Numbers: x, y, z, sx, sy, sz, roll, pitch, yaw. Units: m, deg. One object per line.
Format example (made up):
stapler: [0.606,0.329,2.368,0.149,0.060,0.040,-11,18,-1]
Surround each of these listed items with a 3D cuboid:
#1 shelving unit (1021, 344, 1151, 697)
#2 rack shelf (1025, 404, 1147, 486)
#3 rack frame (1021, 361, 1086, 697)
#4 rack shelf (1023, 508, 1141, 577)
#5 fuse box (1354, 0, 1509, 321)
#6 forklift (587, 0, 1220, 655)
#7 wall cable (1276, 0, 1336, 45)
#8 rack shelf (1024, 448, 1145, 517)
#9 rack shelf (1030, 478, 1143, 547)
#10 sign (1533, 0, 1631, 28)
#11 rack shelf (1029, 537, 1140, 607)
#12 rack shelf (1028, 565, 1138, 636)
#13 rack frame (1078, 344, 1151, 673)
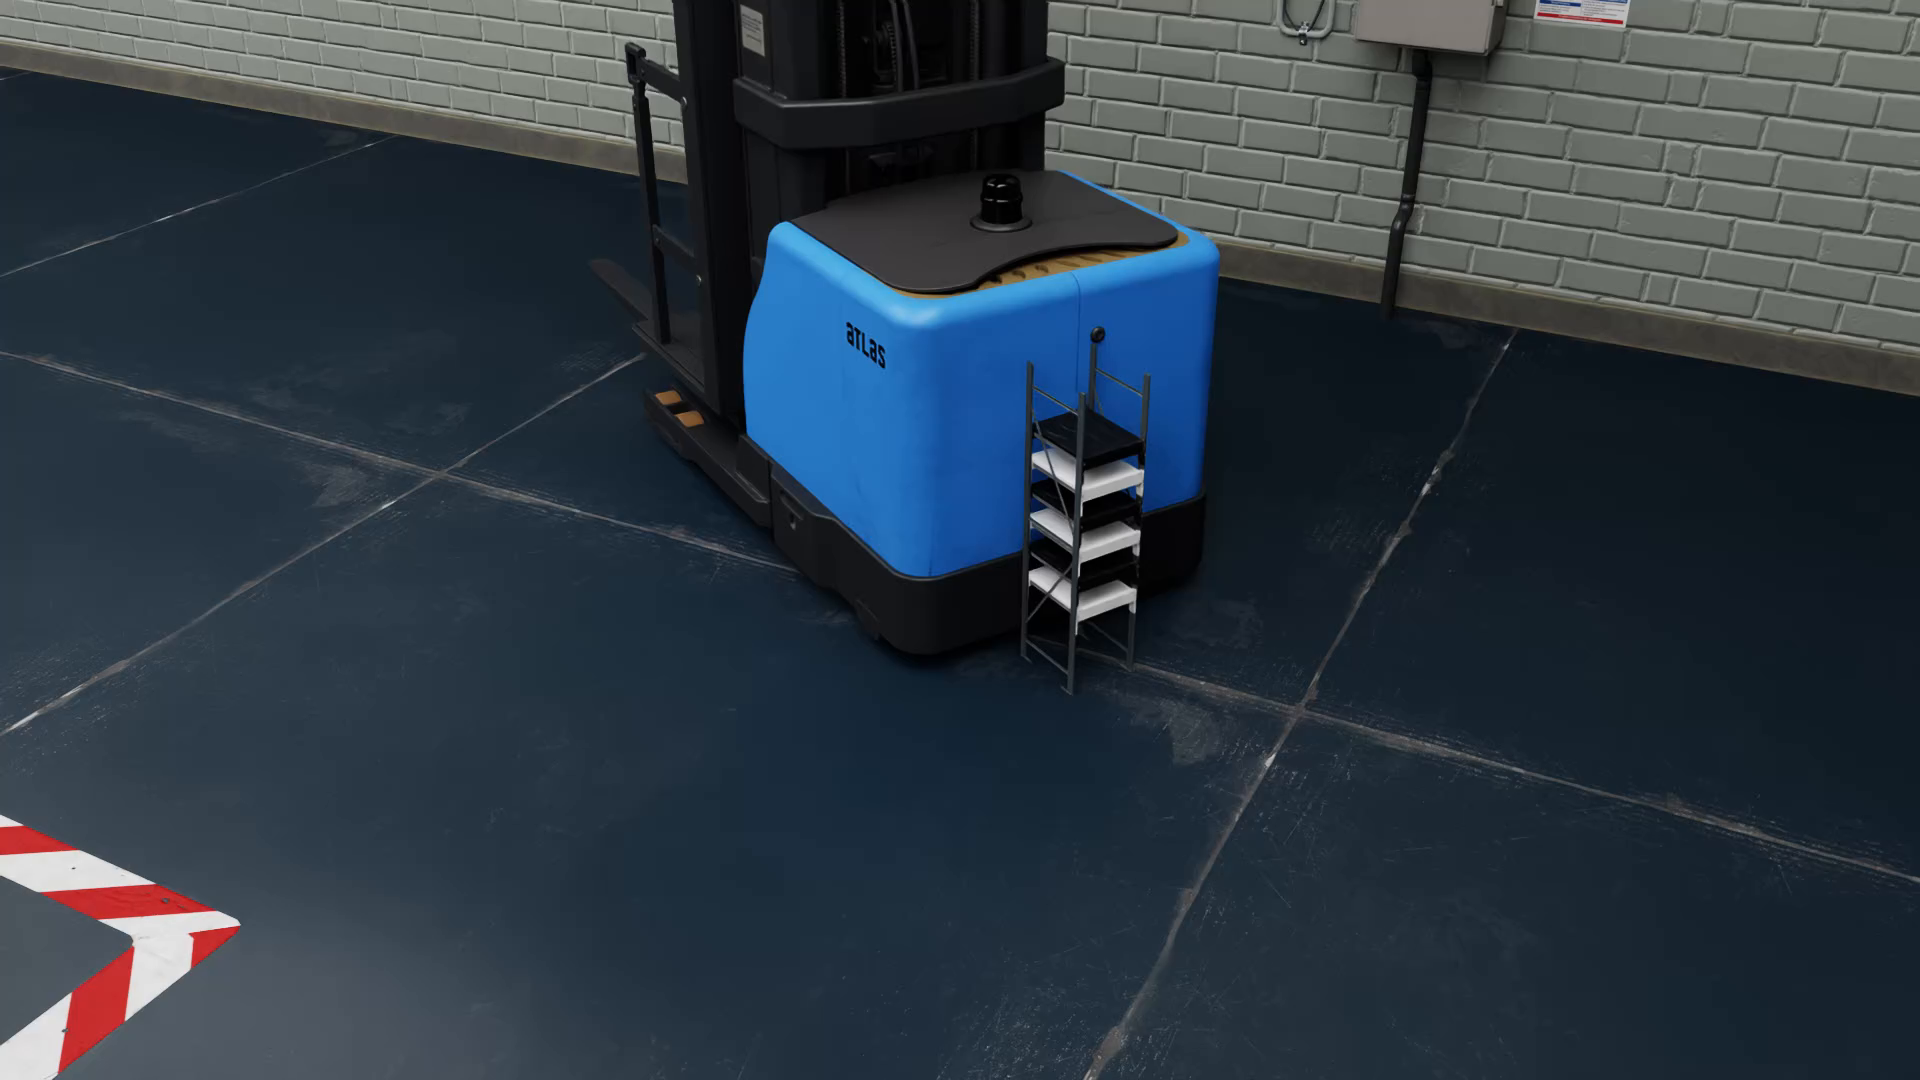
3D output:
shelving unit: [0.324,-0.043,4.422,0.210,0.900,0.258,-18,35,-29]
rack shelf: [0.324,-0.249,4.304,0.200,0.077,0.258,-18,35,-29]
rack frame: [0.239,-0.015,4.373,0.006,0.900,0.240,-18,35,-29]
rack shelf: [0.324,-0.014,4.439,0.200,0.077,0.258,-18,35,-29]
fuse box: [1.760,-1.633,6.375,0.539,1.711,0.414,14,33,23]
forklift: [-0.459,-1.655,5.189,1.130,2.935,3.031,-17,34,-26]
wall cable: [1.225,-2.857,6.192,0.588,1.984,0.122,14,33,23]
rack shelf: [0.324,-0.171,4.349,0.200,0.077,0.258,-18,35,-29]
rack shelf: [0.324,-0.093,4.394,0.200,0.077,0.258,-18,35,-29]
sign: [2.294,-2.130,6.043,0.329,0.494,0.001,14,33,23]
rack shelf: [0.324,0.064,4.483,0.200,0.077,0.258,-18,35,-29]
rack shelf: [0.324,0.142,4.528,0.200,0.077,0.258,-18,35,-29]
rack frame: [0.409,-0.071,4.470,0.006,0.900,0.240,-18,35,-29]
